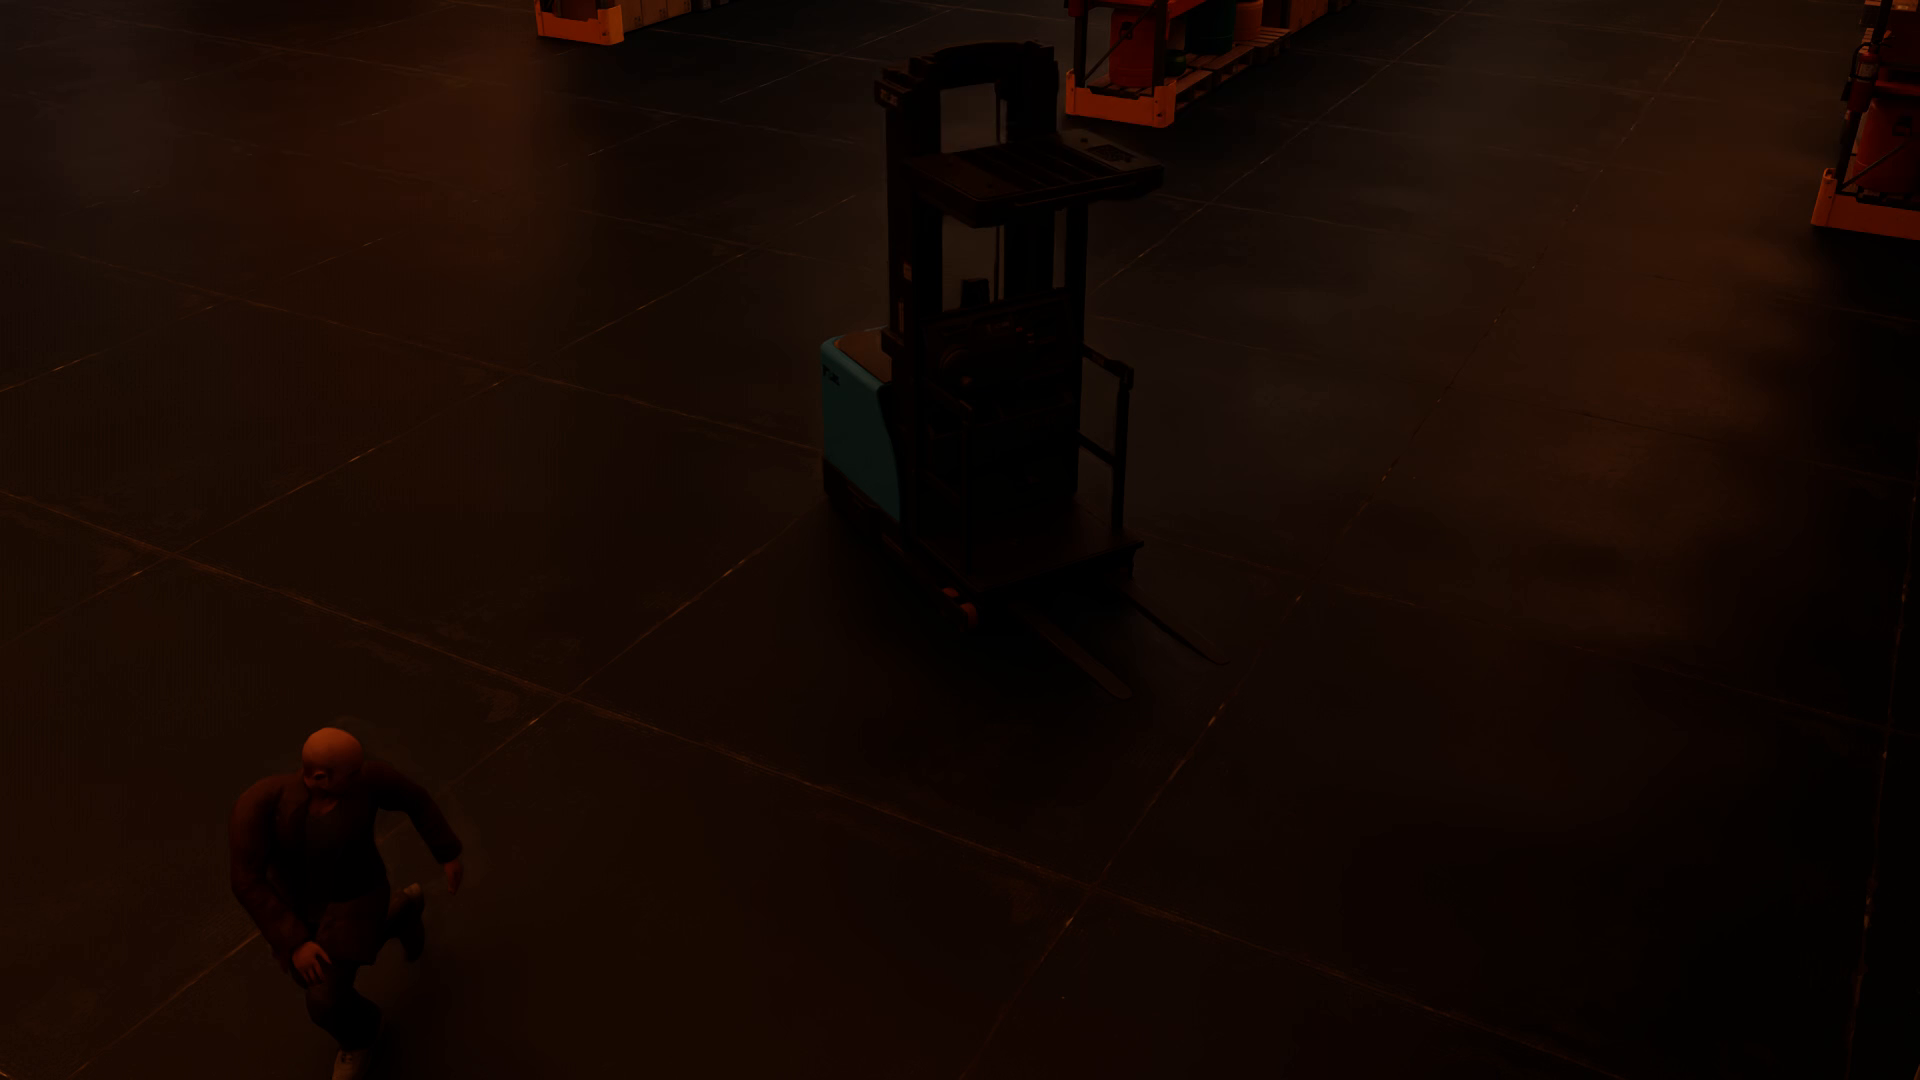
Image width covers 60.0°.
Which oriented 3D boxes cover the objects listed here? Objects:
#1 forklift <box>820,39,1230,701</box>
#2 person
[{"bbox_3d":[0.325,-1.024,8.845,1.130,2.935,3.031,-16,34,-26],"label":"forklift"},{"bbox_3d":[-2.287,1.293,6.265,0.704,1.543,0.911,0,30,1],"label":"person"}]
